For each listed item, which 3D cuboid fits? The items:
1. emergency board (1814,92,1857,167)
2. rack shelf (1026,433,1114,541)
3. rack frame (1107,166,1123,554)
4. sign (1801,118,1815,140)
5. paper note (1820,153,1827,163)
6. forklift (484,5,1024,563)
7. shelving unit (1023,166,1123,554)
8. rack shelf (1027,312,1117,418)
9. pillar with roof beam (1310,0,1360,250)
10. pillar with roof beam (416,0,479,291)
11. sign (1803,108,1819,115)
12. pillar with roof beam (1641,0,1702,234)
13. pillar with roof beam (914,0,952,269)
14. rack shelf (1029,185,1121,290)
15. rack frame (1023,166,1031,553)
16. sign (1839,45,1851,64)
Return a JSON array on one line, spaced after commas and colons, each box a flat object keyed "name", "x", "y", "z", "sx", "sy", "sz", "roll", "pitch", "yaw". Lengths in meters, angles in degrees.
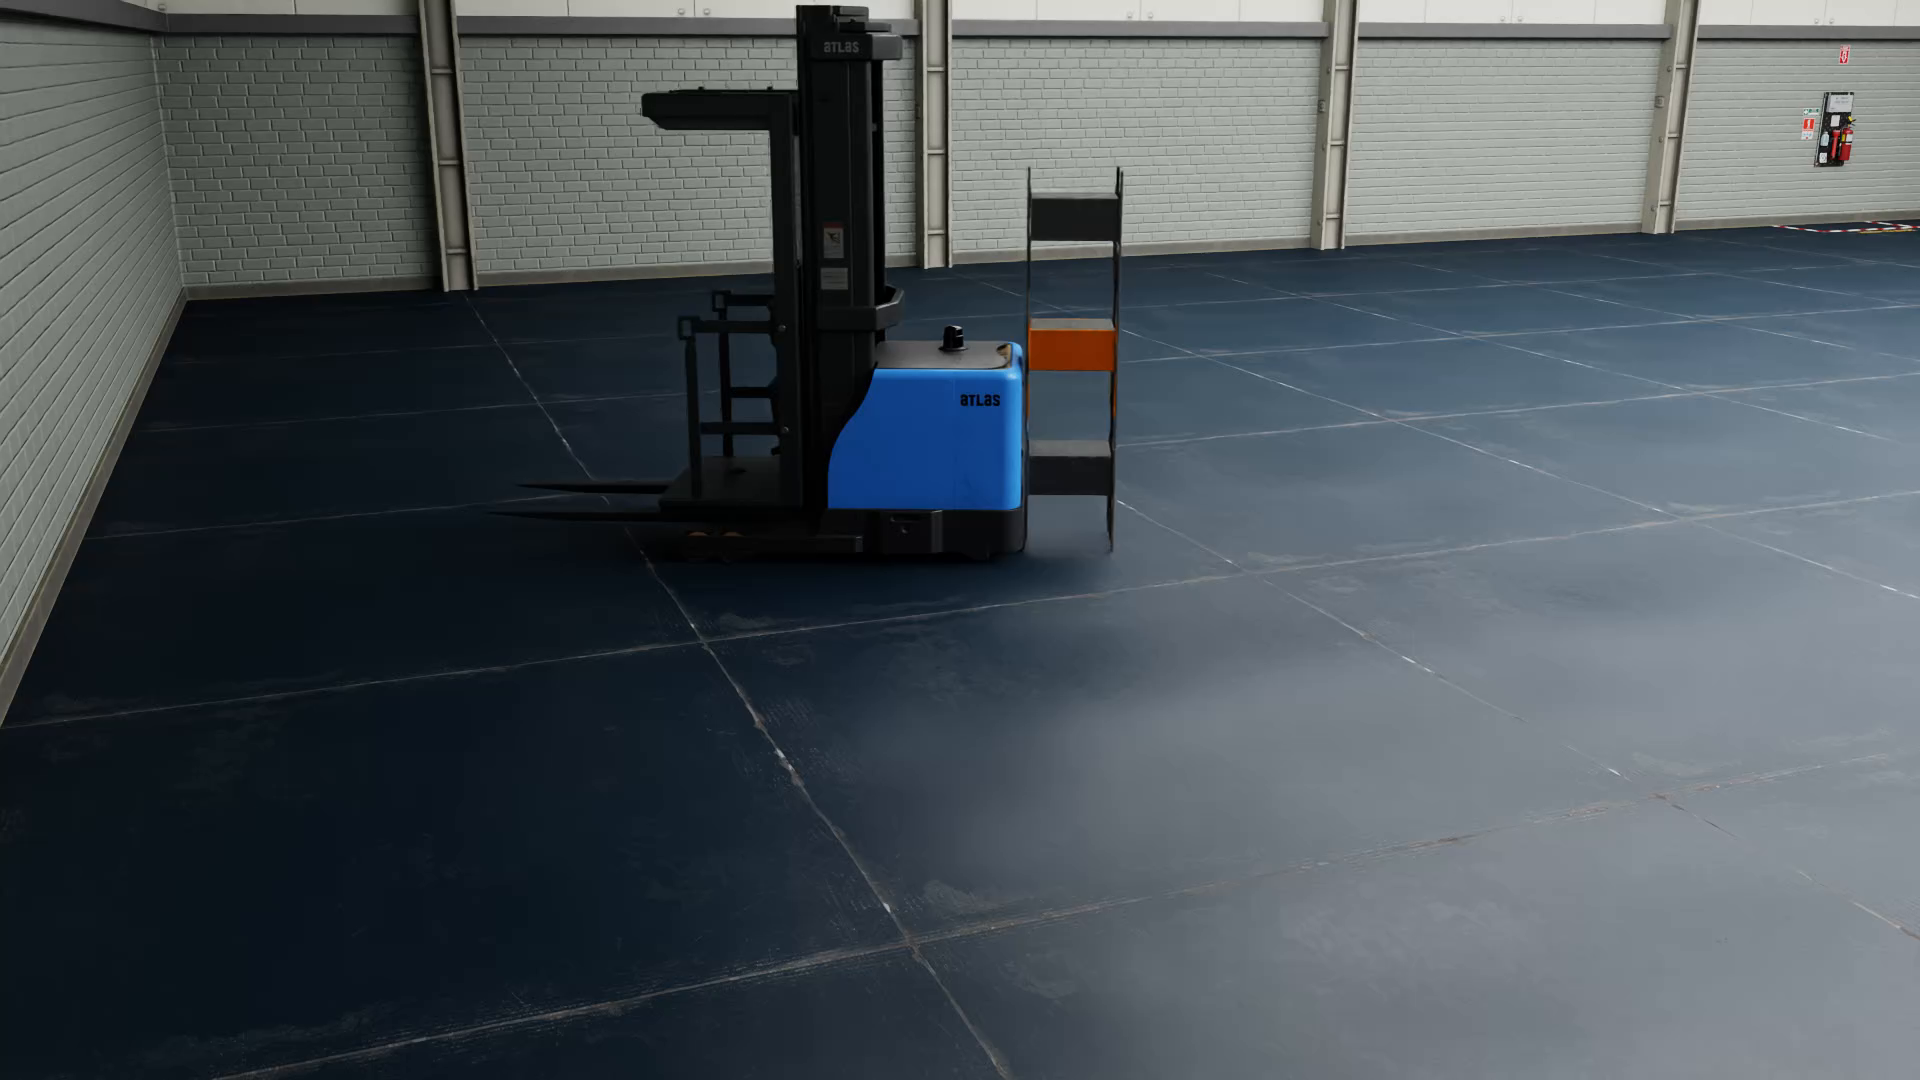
[{"name": "emergency board", "x": 14.149, "y": -6.602, "z": 26.758, "sx": 0.643, "sy": 1.169, "sz": 0.194, "roll": -6, "pitch": 17, "yaw": -20}, {"name": "rack shelf", "x": 0.617, "y": -0.305, "z": 9.445, "sx": 0.480, "sy": 0.518, "sz": 0.431, "roll": 1, "pitch": 16, "yaw": 2}, {"name": "rack frame", "x": 0.860, "y": -0.987, "z": 9.234, "sx": 0.015, "sy": 2.100, "sz": 0.400, "roll": 1, "pitch": 16, "yaw": 2}, {"name": "sign", "x": 13.596, "y": -6.591, "z": 26.655, "sx": 0.234, "sy": 0.329, "sz": 0.001, "roll": -6, "pitch": 17, "yaw": -20}, {"name": "paper note", "x": 13.959, "y": -6.180, "z": 26.883, "sx": 0.142, "sy": 0.148, "sz": 0.016, "roll": -6, "pitch": 17, "yaw": -20}, {"name": "forklift", "x": -1.153, "y": -1.429, "z": 9.262, "sx": 3.031, "sy": 2.935, "sz": 1.130, "roll": 1, "pitch": 16, "yaw": 2}, {"name": "shelving unit", "x": 0.617, "y": -0.990, "z": 9.244, "sx": 0.503, "sy": 2.100, "sz": 0.431, "roll": 1, "pitch": 16, "yaw": 2}, {"name": "rack shelf", "x": 0.617, "y": -0.977, "z": 9.247, "sx": 0.480, "sy": 0.518, "sz": 0.431, "roll": 1, "pitch": 16, "yaw": 2}, {"name": "pillar with roof beam", "x": 6.806, "y": -7.377, "z": 18.750, "sx": 0.400, "sy": 9.000, "sz": 9.100, "roll": -6, "pitch": 17, "yaw": -20}, {"name": "pillar with roof beam", "x": -4.400, "y": -6.168, "z": 14.630, "sx": 0.400, "sy": 9.000, "sz": 9.100, "roll": -6, "pitch": 17, "yaw": -20}, {"name": "sign", "x": 13.604, "y": -6.843, "z": 26.574, "sx": 0.331, "sy": 0.109, "sz": 0.001, "roll": -6, "pitch": 17, "yaw": -20}, {"name": "pillar with roof beam", "x": 12.408, "y": -7.982, "z": 20.810, "sx": 0.400, "sy": 9.000, "sz": 9.100, "roll": -6, "pitch": 17, "yaw": -20}, {"name": "pillar with roof beam", "x": 1.203, "y": -6.773, "z": 16.690, "sx": 0.400, "sy": 9.000, "sz": 9.100, "roll": -6, "pitch": 17, "yaw": -20}, {"name": "rack shelf", "x": 0.617, "y": -1.649, "z": 9.050, "sx": 0.480, "sy": 0.518, "sz": 0.431, "roll": 1, "pitch": 16, "yaw": 2}, {"name": "rack frame", "x": 0.373, "y": -0.993, "z": 9.253, "sx": 0.015, "sy": 2.100, "sz": 0.400, "roll": 1, "pitch": 16, "yaw": 2}, {"name": "sign", "x": 14.106, "y": -7.740, "z": 26.518, "sx": 0.199, "sy": 0.298, "sz": 0.001, "roll": -6, "pitch": 17, "yaw": -20}]
